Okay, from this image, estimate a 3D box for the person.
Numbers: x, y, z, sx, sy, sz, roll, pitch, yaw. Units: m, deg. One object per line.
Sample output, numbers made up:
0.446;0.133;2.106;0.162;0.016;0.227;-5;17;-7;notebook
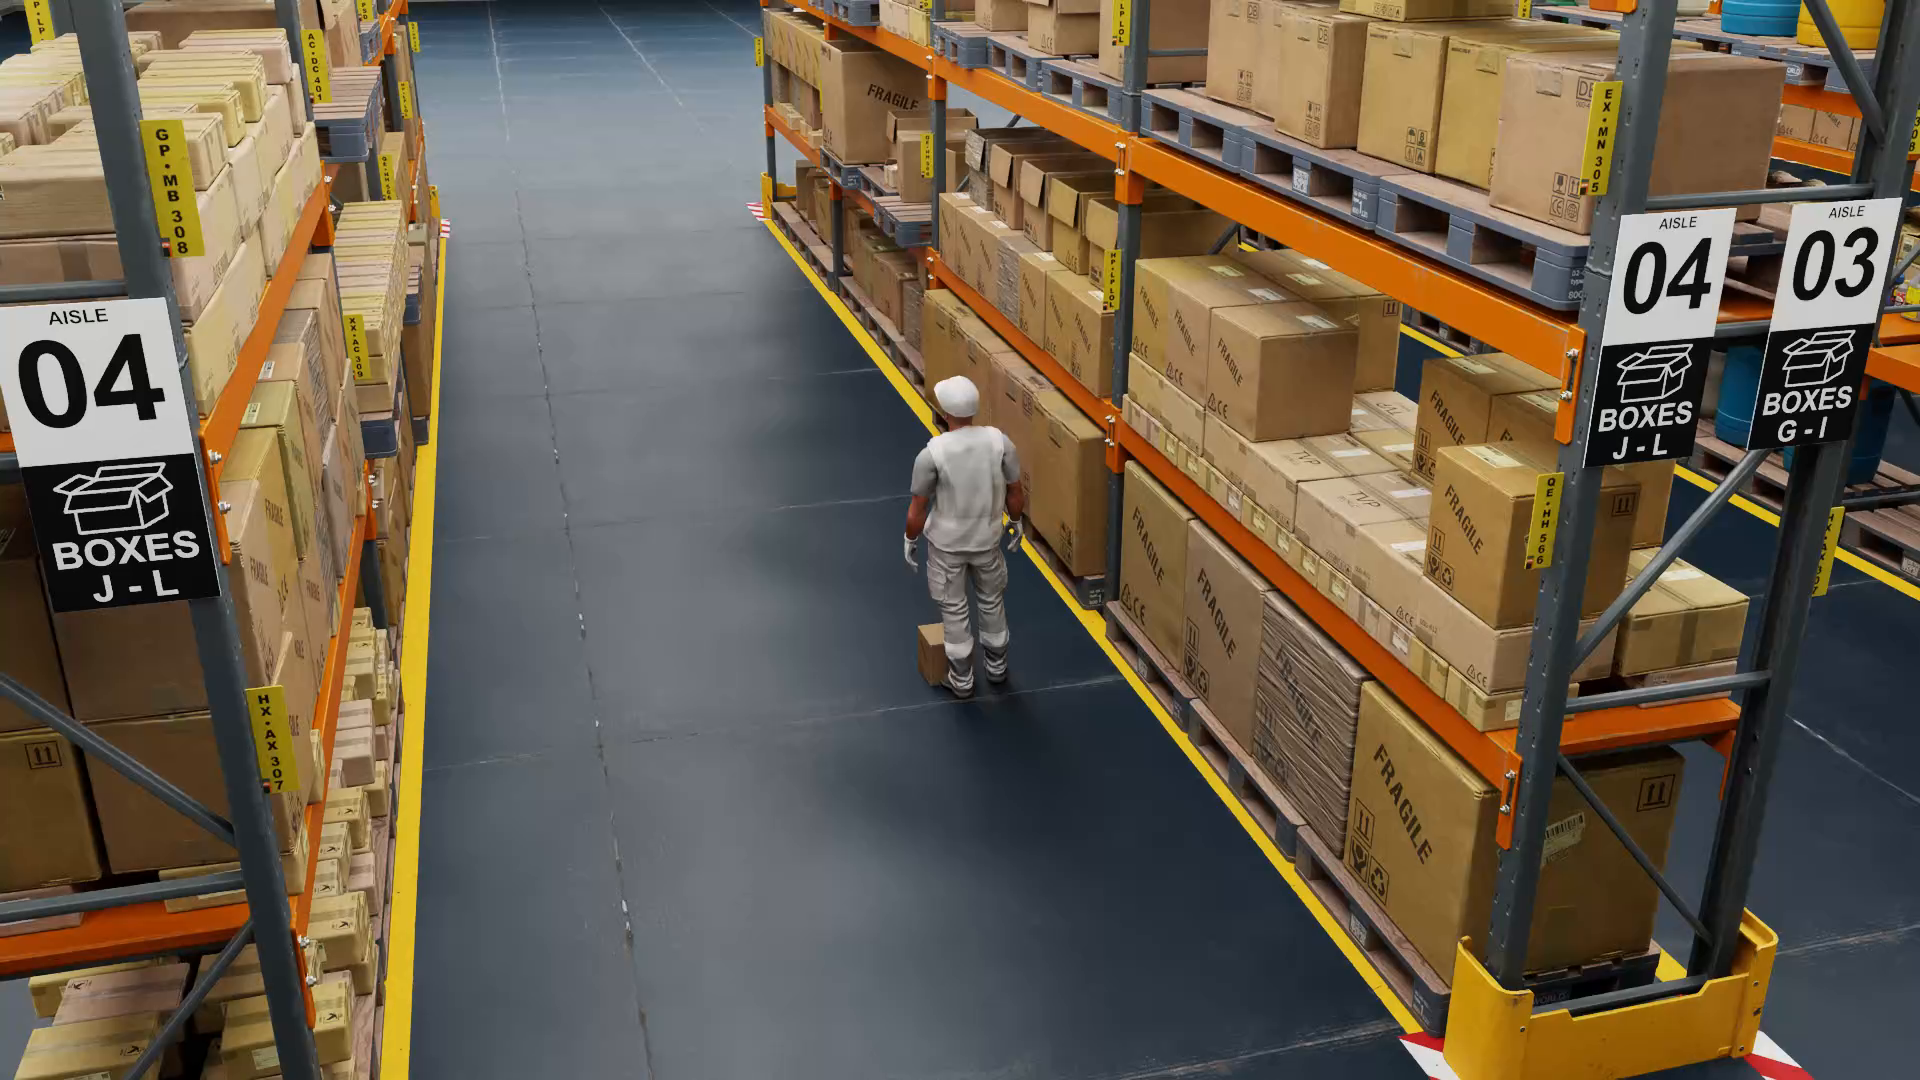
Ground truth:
0.009;-0.031;8.614;0.637;1.787;0.565;-6;23;-14;person
